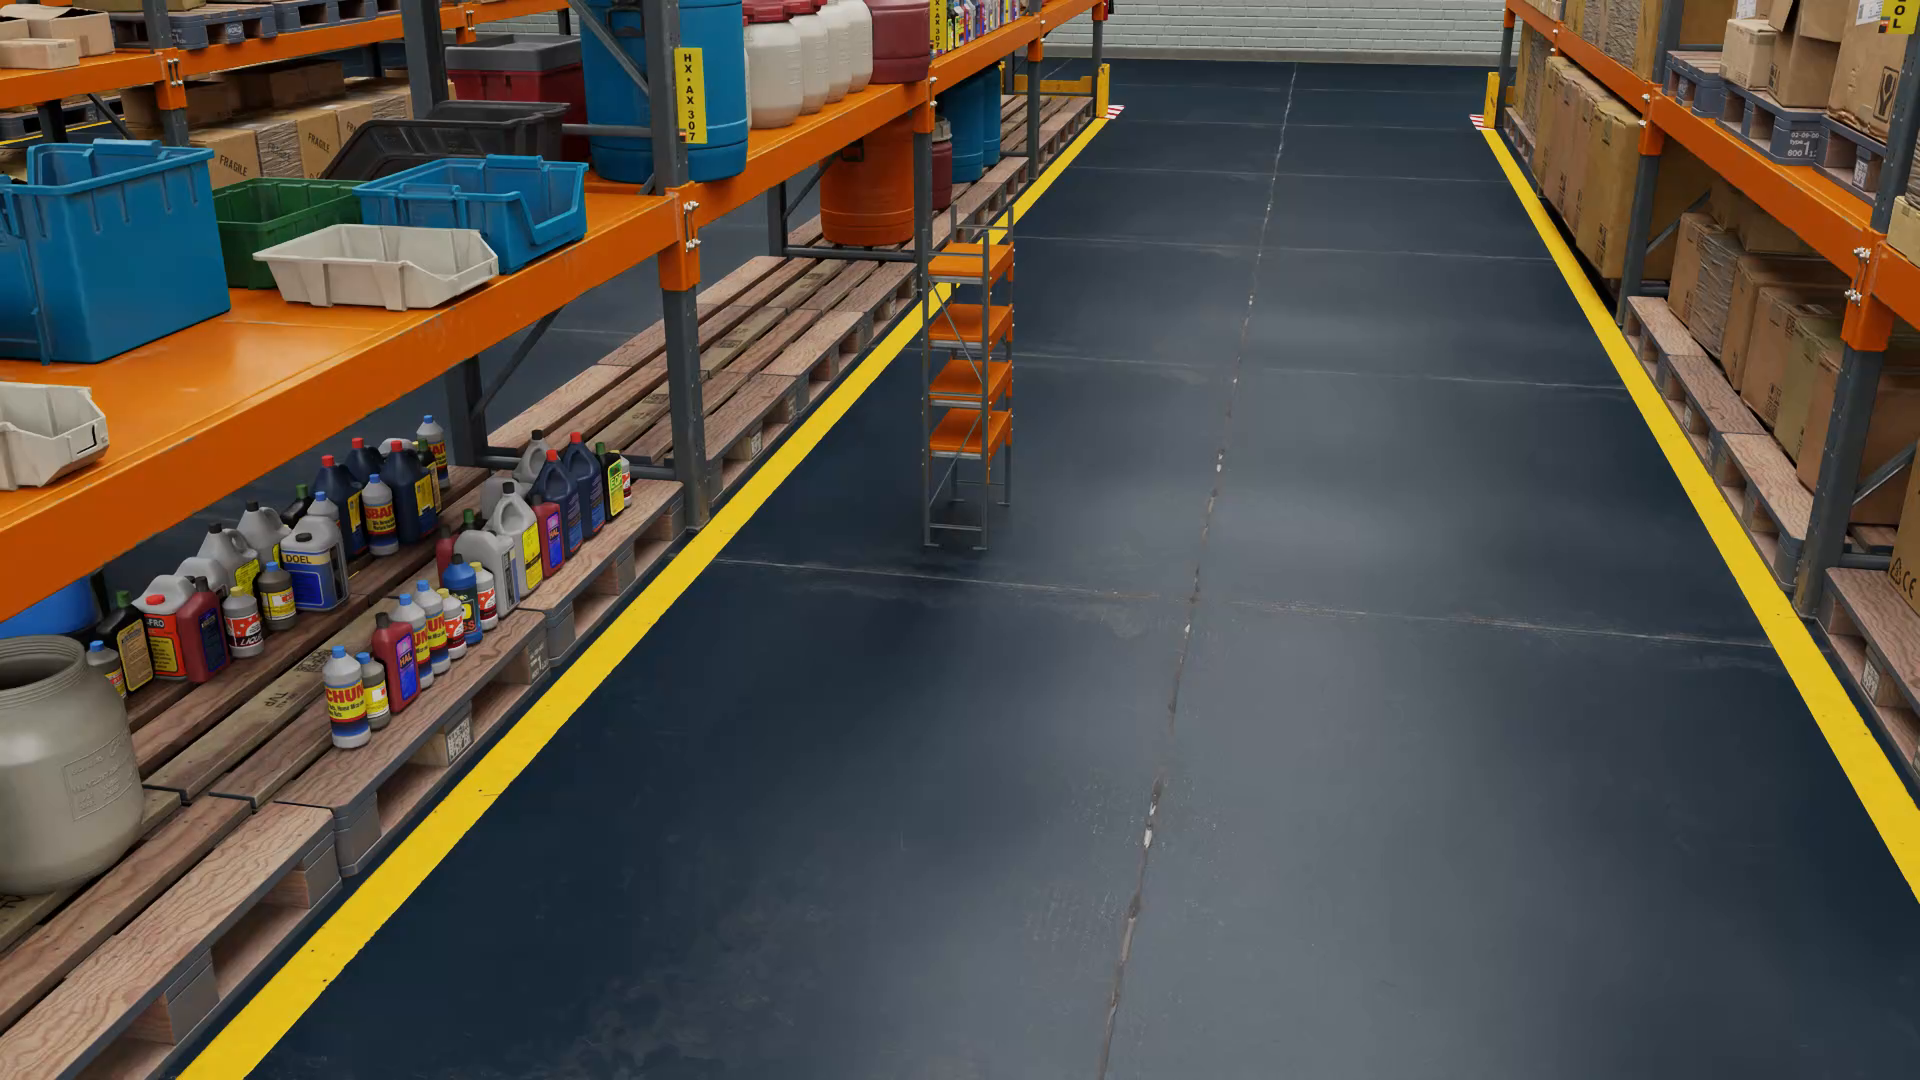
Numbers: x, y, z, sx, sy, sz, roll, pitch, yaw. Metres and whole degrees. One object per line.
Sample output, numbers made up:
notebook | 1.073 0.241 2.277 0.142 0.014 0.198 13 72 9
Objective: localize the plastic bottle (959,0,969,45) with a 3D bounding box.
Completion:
plastic bottle | 0.019 -3.439 11.035 0.061 0.283 0.133 4 22 11

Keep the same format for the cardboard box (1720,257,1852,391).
cardboard box | 3.856 -0.950 7.453 0.700 0.500 0.500 6 23 15

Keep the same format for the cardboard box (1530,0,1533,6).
cardboard box | 5.055 -4.609 14.119 0.380 0.149 0.250 5 22 12

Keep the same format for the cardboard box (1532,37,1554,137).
cardboard box | 5.396 -3.800 14.055 0.875 0.875 0.875 4 22 11

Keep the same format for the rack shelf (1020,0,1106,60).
rack shelf | 0.558 -4.801 15.223 1.077 0.370 4.000 4 22 11

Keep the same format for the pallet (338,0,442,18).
pallet | -4.968 -4.410 13.545 1.003 0.211 1.213 4 22 11

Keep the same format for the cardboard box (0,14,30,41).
cardboard box | -5.887 -2.966 9.823 0.500 0.311 0.500 4 22 10

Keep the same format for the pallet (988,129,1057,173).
pallet | 0.262 -3.382 14.469 1.003 0.211 1.213 4 22 11

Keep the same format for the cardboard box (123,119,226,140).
cardboard box | -5.553 -2.724 11.860 0.500 0.500 0.500 5 23 13

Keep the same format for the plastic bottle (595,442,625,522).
plastic bottle | -1.257 -0.221 5.934 0.061 0.283 0.133 6 23 14

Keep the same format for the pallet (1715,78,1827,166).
pallet | 3.819 -1.747 6.934 1.003 0.211 1.213 4 22 11

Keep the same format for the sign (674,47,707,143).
sign | -0.946 -1.560 5.842 0.100 0.325 0.005 4 22 11

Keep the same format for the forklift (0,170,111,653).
forklift | -3.746 -1.194 5.395 1.130 2.935 3.031 -13 25 -29

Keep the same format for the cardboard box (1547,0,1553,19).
cardboard box | 4.793 -4.141 12.955 0.380 0.149 0.250 5 22 12

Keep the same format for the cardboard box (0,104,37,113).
cardboard box | -9.295 -4.460 16.196 0.700 0.500 0.500 5 22 12

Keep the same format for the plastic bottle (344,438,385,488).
plastic bottle | -2.053 -0.190 5.766 0.144 0.351 0.185 5 22 12

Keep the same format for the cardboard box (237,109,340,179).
cardboard box | -4.933 -2.884 12.256 0.500 0.500 0.500 4 22 10

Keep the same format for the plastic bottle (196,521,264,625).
plastic bottle | -2.216 0.103 5.040 0.144 0.351 0.185 5 23 13

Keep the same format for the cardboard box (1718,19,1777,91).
cardboard box | 3.616 -2.093 7.174 0.500 0.250 0.500 4 22 9

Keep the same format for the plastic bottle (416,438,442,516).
plastic bottle | -1.911 -0.211 5.909 0.061 0.283 0.133 4 22 11

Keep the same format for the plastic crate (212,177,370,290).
plastic crate | -2.036 -0.905 4.869 0.450 0.188 0.662 4 22 11

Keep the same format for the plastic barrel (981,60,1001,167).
plastic barrel | 0.022 -3.428 13.096 0.600 0.901 0.708 4 22 11

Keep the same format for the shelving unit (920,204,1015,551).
shelving unit | 0.034 -0.617 6.280 0.258 1.200 0.503 4 22 11

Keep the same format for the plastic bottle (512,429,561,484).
plastic bottle | -1.473 -0.207 5.809 0.144 0.351 0.185 4 22 11

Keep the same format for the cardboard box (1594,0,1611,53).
cardboard box | 4.356 -3.367 10.565 0.500 0.500 0.500 5 22 12

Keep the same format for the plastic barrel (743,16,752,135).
plastic barrel | -1.072 -1.874 6.810 0.433 0.535 0.433 0 22 0

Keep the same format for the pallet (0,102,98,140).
pallet | -9.317 -4.138 16.345 1.003 0.211 1.213 4 22 11

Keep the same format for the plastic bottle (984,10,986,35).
plastic bottle | 0.137 -3.646 11.658 0.097 0.201 0.097 0 22 0

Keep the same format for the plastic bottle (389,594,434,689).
plastic bottle | -1.553 0.282 4.702 0.097 0.271 0.097 0 22 0

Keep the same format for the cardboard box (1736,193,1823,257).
cardboard box | 3.977 -1.514 7.850 0.500 0.250 0.500 7 23 17

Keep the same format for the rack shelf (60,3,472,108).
rack shelf | -5.106 -3.718 12.532 1.077 0.370 4.000 4 22 11

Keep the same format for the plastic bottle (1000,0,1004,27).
plastic bottle | 0.245 -3.952 12.218 0.144 0.351 0.185 4 22 11

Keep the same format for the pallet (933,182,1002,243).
pallet | -0.295 -2.384 11.990 1.003 0.211 1.213 4 22 11

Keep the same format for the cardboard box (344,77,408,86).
cardboard box | -5.035 -3.669 14.205 0.500 0.500 0.500 3 22 8

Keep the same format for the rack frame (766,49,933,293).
rack frame | -0.666 -2.941 9.641 1.000 3.000 0.127 4 22 11

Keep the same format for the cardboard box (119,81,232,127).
cardboard box | -5.546 -3.093 11.772 0.500 0.250 0.500 5 23 13

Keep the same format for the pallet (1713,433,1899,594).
pallet | 3.524 -0.092 6.299 1.003 0.211 1.213 4 22 11

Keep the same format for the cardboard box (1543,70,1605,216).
cardboard box | 4.706 -2.673 11.257 1.225 0.875 0.875 4 22 9

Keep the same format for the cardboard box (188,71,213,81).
cardboard box | -8.777 -5.394 18.514 0.700 0.500 0.500 4 22 11

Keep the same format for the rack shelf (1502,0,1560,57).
rack shelf | 5.407 -4.424 14.286 1.077 0.370 4.000 4 22 11

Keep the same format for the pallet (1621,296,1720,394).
pallet | 4.022 -0.984 8.515 1.003 0.211 1.213 4 22 11

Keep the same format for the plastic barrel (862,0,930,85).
plastic barrel | -0.464 -2.811 9.136 0.600 0.536 0.708 4 22 11

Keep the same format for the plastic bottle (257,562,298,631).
plastic bottle | -2.089 0.165 5.085 0.097 0.201 0.097 0 22 0

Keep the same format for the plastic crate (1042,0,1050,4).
plastic crate | 0.578 -4.769 14.013 0.402 0.464 0.583 4 22 11

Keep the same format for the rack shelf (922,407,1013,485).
rack shelf | 0.034 -0.371 6.379 0.258 0.148 0.480 4 22 11

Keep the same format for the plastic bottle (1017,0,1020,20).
plastic bottle | 0.386 -4.177 12.877 0.152 0.276 0.135 4 22 11

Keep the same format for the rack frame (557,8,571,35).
rack frame | -3.882 -6.246 17.846 1.000 3.000 0.127 4 22 11

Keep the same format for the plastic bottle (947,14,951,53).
plastic bottle | -0.095 -3.235 10.527 0.061 0.283 0.133 4 22 11

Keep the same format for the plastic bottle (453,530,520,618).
plastic bottle | -1.474 0.086 5.181 0.152 0.276 0.135 5 22 12
